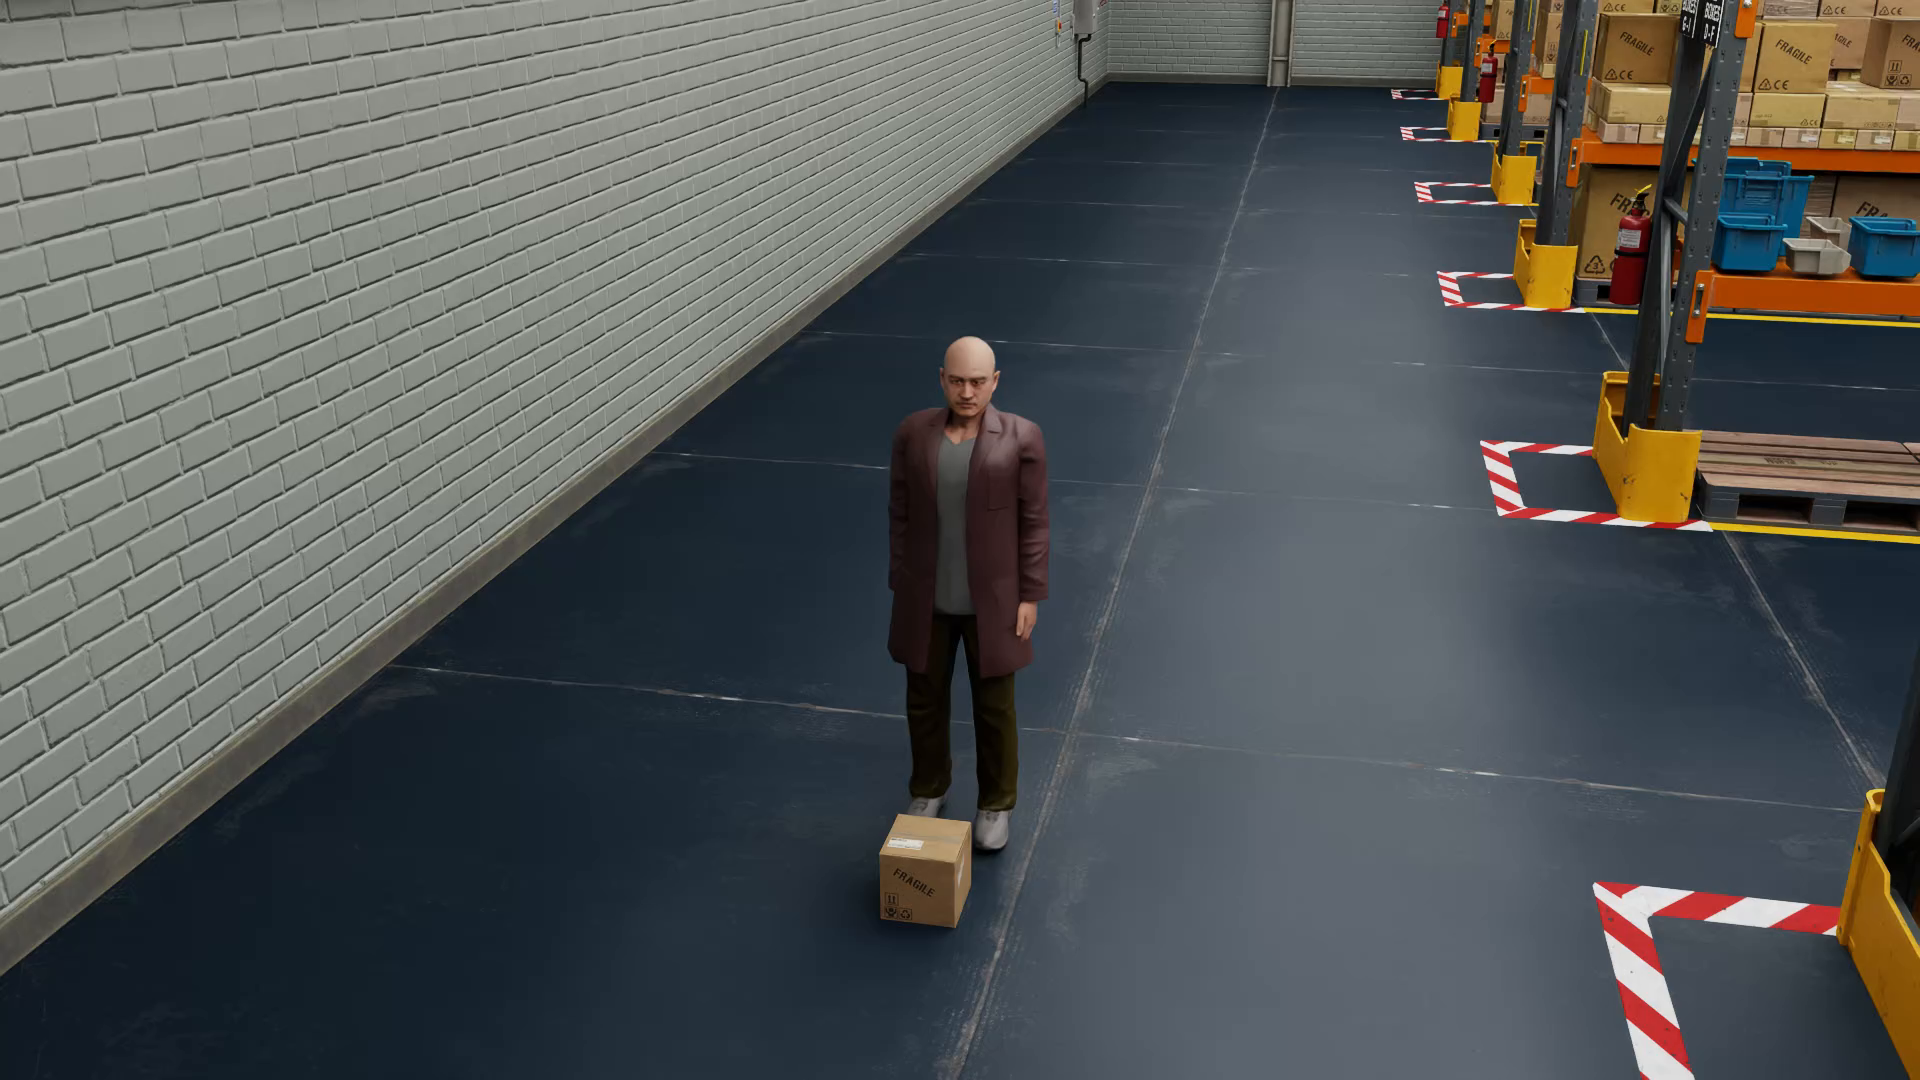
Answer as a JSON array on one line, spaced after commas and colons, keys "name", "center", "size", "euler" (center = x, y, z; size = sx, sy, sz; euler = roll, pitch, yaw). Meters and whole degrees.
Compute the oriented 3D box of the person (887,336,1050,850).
[{"name": "person", "center": [0.021, 0.192, 5.615], "size": [0.562, 1.775, 0.389], "euler": [5, 22, 12]}]
